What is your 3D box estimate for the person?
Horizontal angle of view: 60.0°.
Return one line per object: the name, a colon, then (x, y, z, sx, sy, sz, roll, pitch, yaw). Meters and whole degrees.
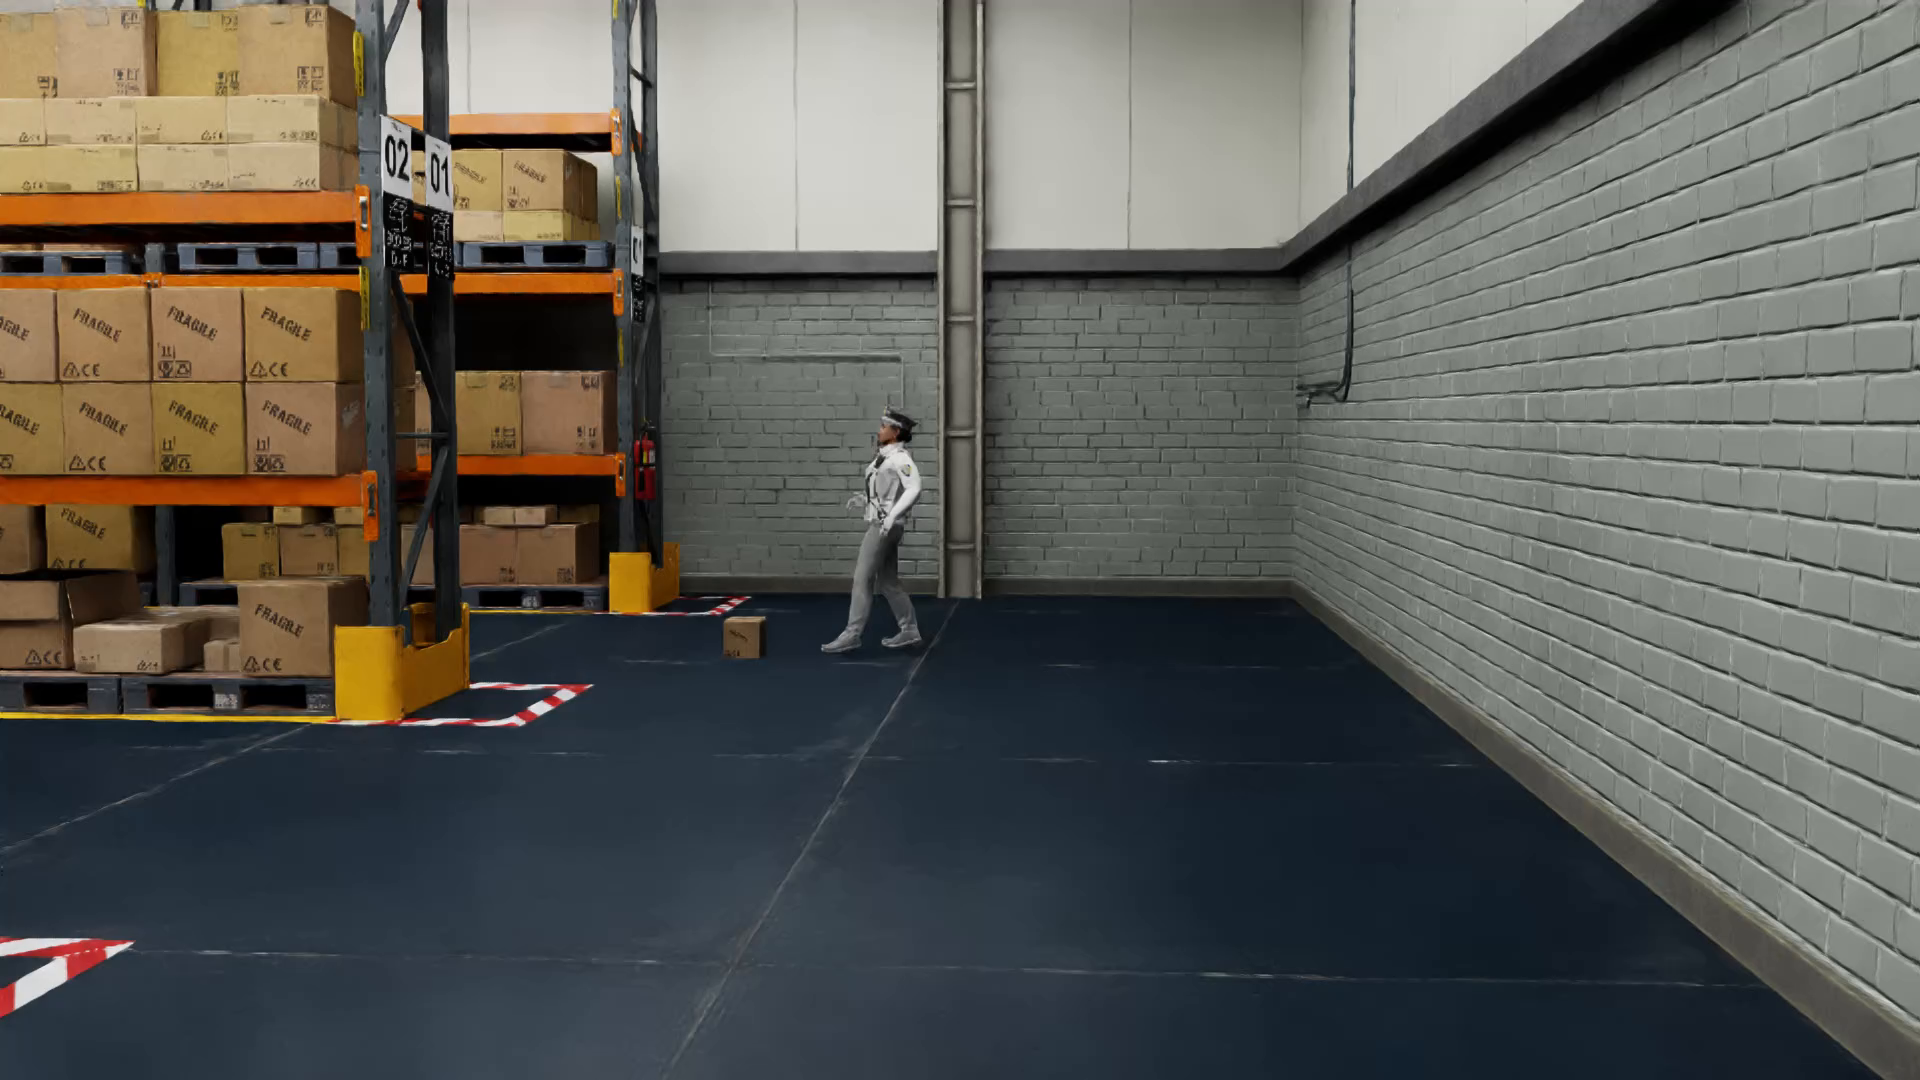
person: (-0.606, -0.079, 11.413, 0.710, 1.691, 0.662, -1, 4, -8)
